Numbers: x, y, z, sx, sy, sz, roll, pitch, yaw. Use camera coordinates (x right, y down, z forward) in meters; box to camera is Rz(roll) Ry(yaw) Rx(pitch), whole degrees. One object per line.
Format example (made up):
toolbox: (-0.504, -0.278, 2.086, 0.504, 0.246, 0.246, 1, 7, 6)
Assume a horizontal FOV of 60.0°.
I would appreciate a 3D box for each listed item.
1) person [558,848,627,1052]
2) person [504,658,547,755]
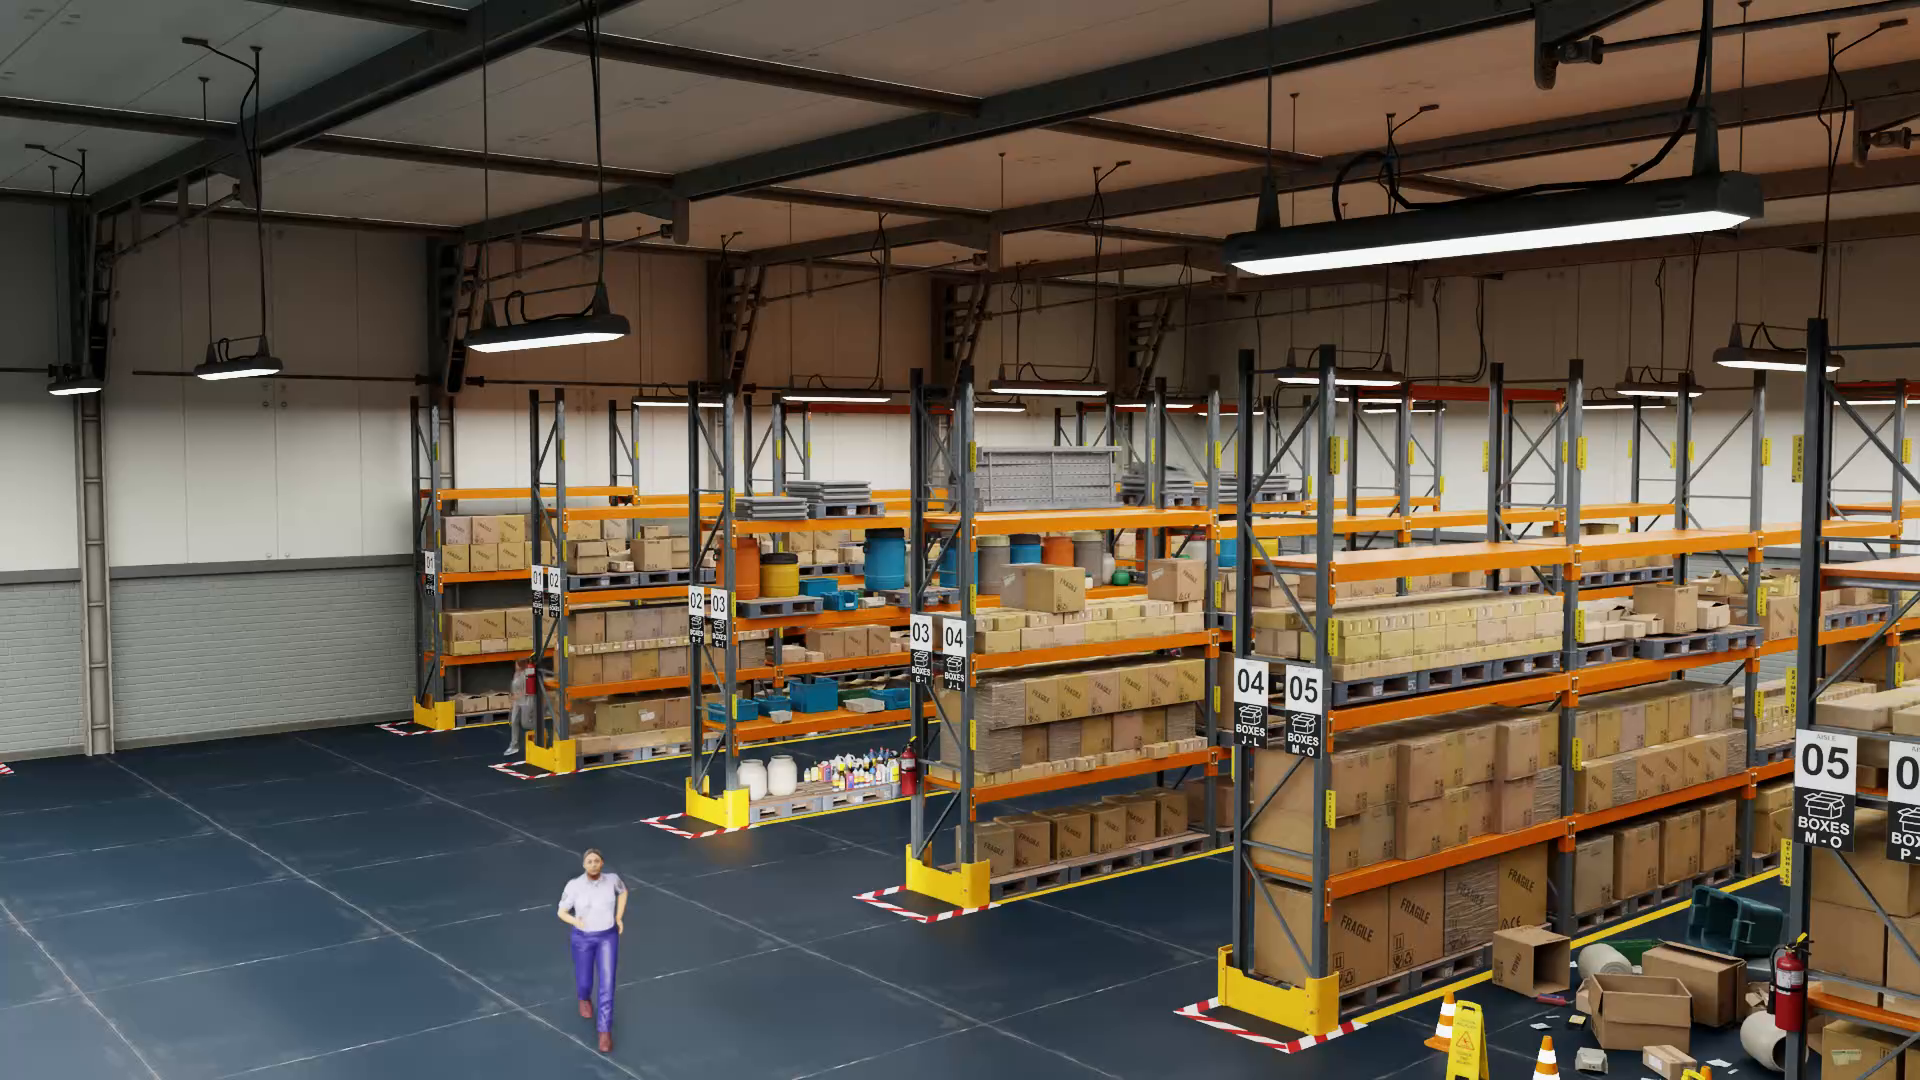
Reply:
person: (-3.166, 3.485, 14.402, 0.609, 1.648, 0.900, -1, 4, -17)
person: (-7.225, 2.741, 27.608, 0.549, 1.601, 0.779, 3, 4, 40)
